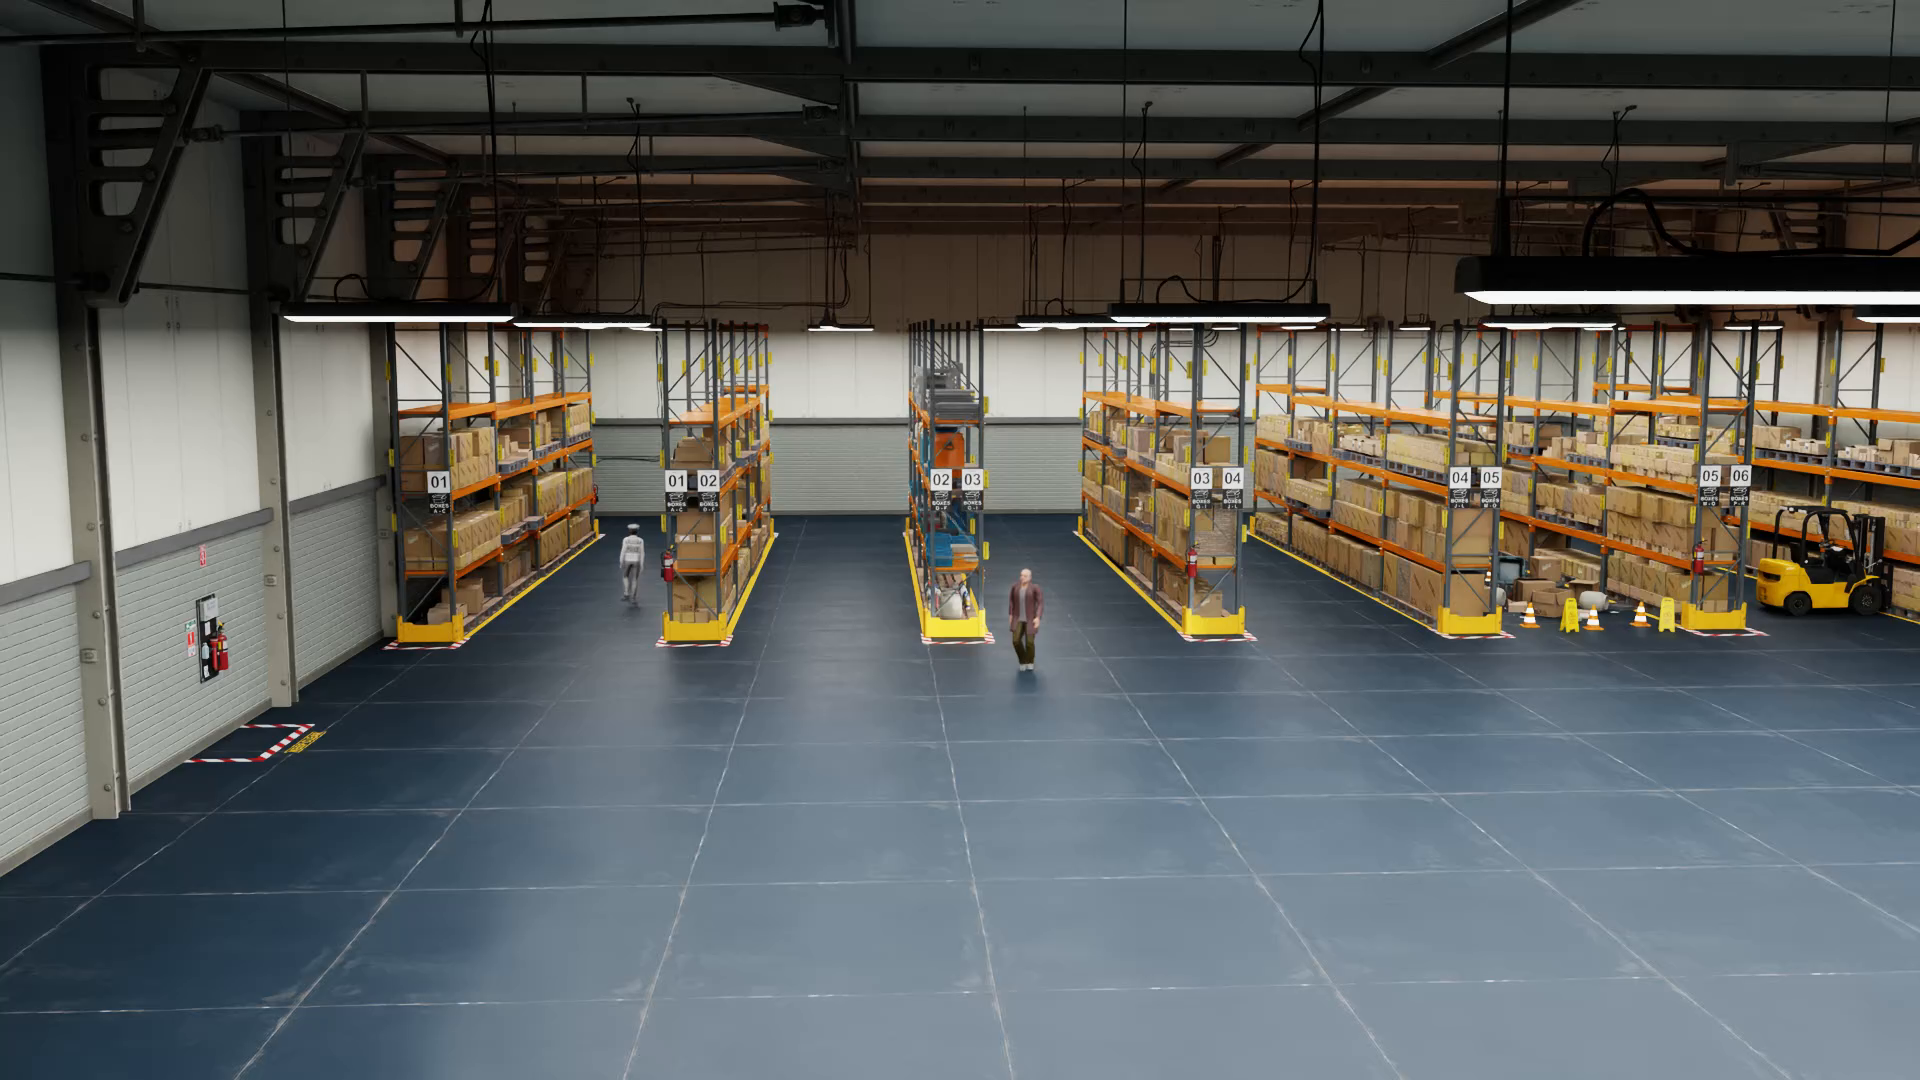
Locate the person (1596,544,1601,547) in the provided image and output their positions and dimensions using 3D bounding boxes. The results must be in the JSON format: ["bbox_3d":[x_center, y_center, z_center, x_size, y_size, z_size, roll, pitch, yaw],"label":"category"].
[{"bbox_3d":[17.339,-0.630,44.767,0.478,1.649,0.441,-6,9,-40],"label":"person"}]

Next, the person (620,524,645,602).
[{"bbox_3d":[-7.000,0.500,35.544,0.523,1.673,0.405,-1,7,-7],"label":"person"}]

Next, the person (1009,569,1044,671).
[{"bbox_3d":[1.114,1.400,28.420,0.706,1.829,0.639,3,8,22],"label":"person"}]
